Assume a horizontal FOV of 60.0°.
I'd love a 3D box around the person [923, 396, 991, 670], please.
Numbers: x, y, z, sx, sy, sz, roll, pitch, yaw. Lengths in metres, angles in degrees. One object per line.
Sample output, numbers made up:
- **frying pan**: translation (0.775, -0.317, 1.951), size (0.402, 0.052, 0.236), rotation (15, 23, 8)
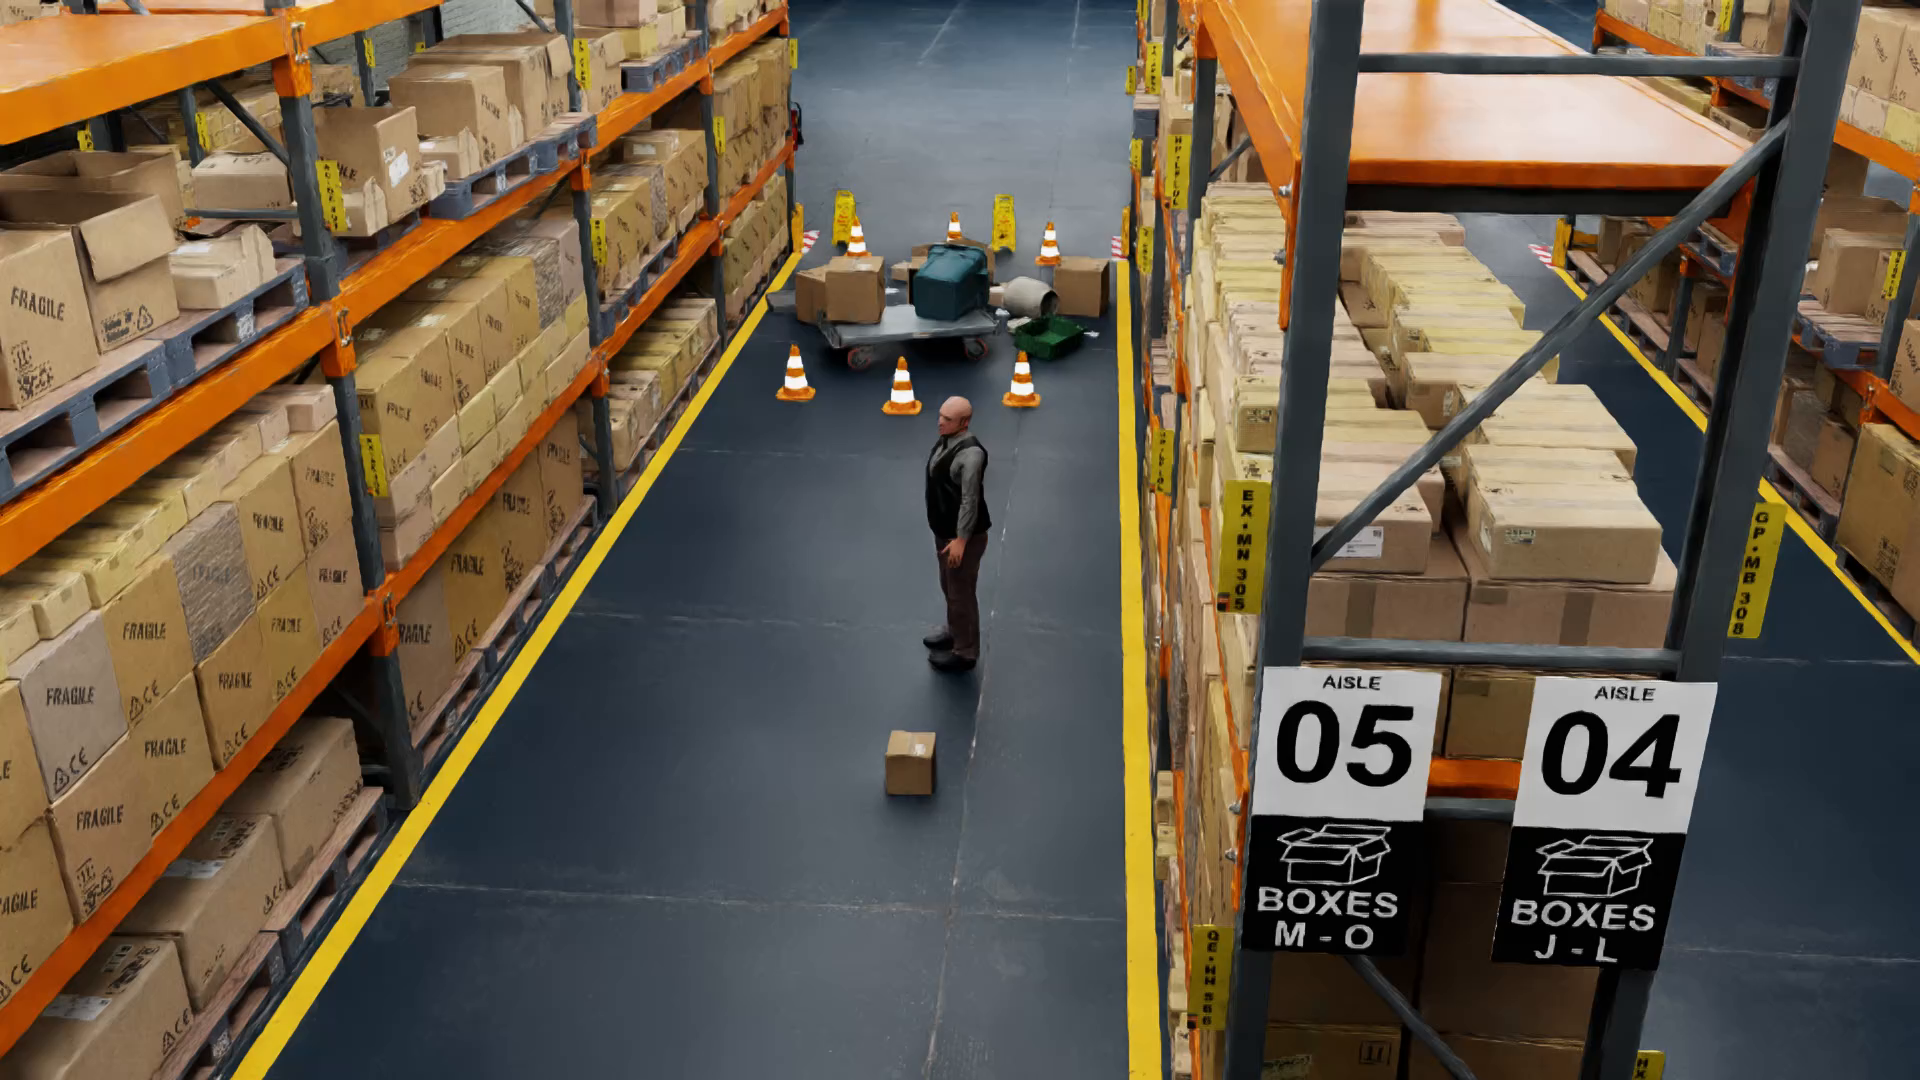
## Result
- **person**: translation (-0.039, -0.046, 10.082), size (0.361, 1.732, 0.587), rotation (-7, 25, -16)
